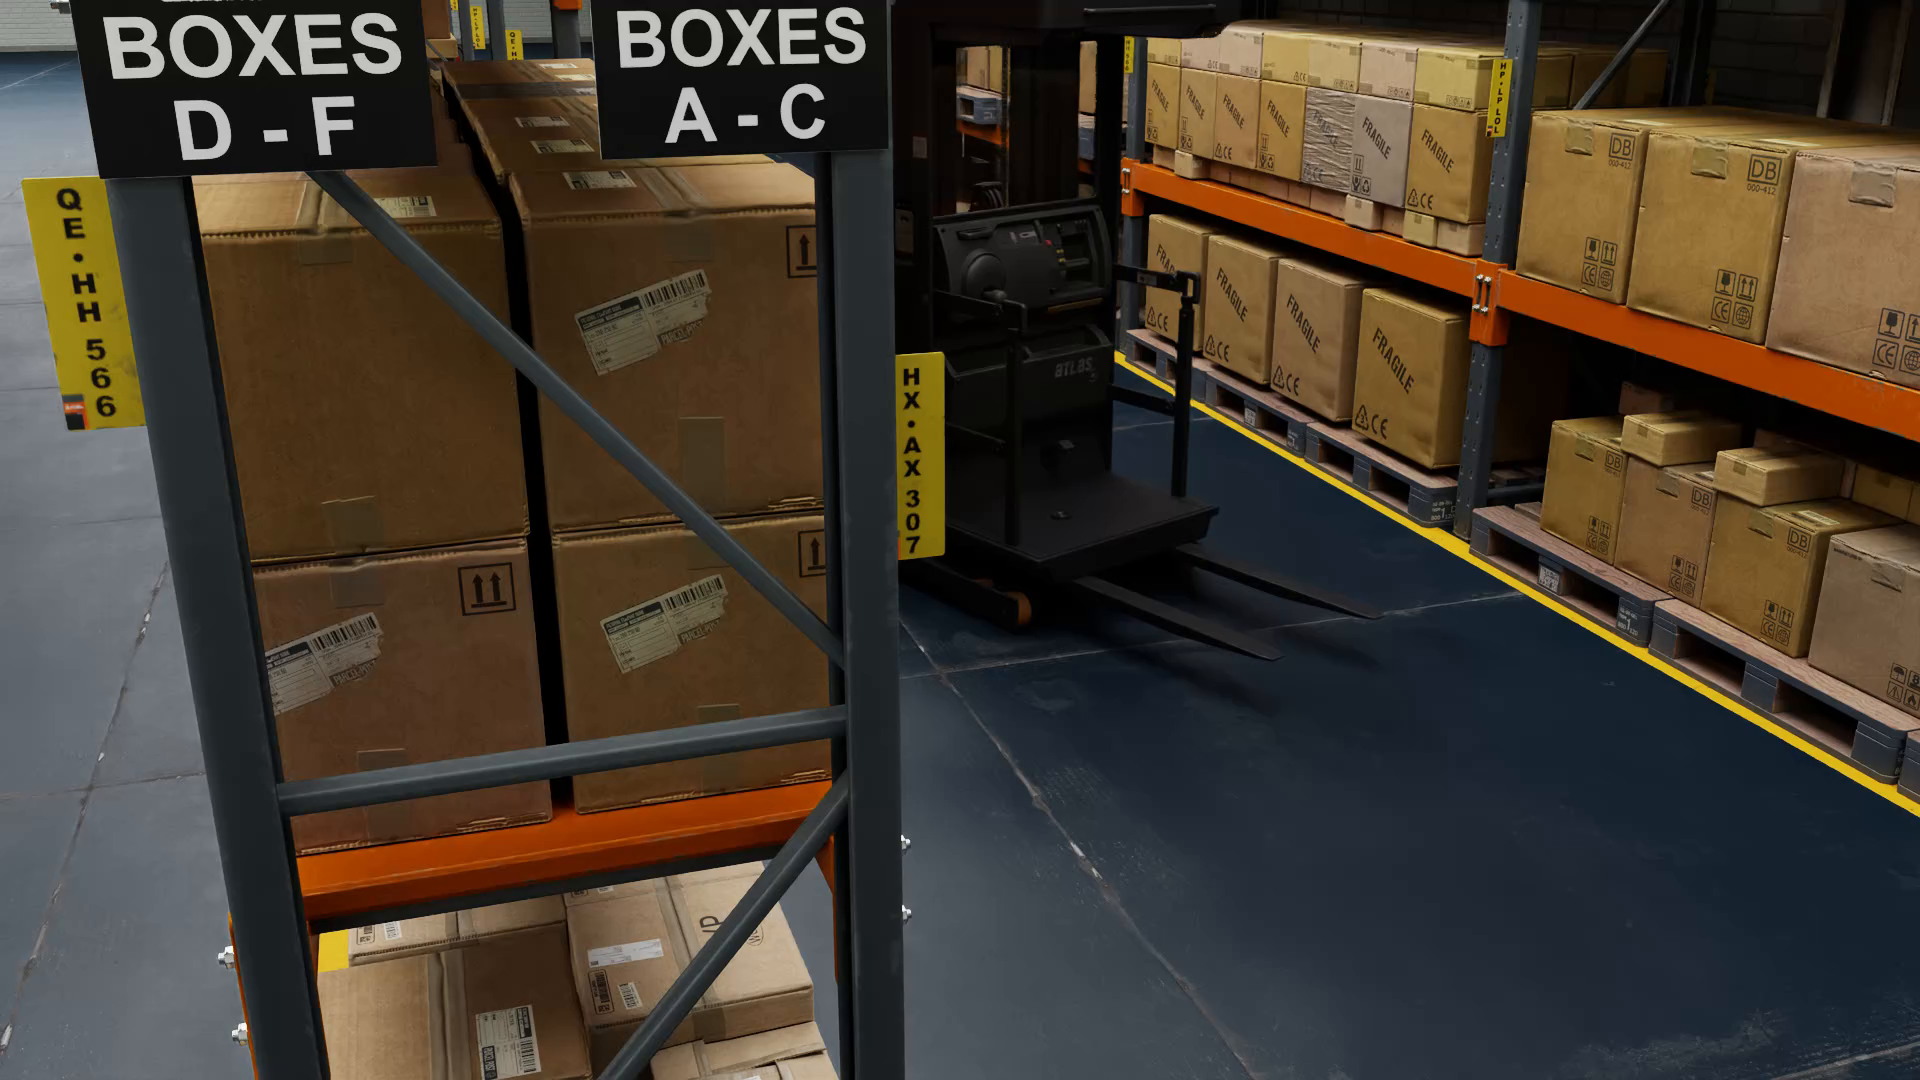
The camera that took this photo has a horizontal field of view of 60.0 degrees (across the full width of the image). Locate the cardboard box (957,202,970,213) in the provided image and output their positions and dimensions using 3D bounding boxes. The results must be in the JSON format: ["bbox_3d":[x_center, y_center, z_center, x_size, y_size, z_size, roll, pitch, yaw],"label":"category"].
[{"bbox_3d":[0.146,-3.080,15.596,0.380,0.166,0.250,-9,22,-24],"label":"cardboard box"}]

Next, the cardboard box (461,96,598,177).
[{"bbox_3d":[-0.960,-0.839,4.188,0.500,0.500,0.500,-7,21,-18],"label":"cardboard box"}]

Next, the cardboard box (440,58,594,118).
[{"bbox_3d":[-1.439,-1.326,5.545,0.500,0.500,0.500,-6,21,-17],"label":"cardboard box"}]

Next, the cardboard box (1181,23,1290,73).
[{"bbox_3d":[1.668,-2.959,9.989,0.500,0.250,0.500,-7,21,-18],"label":"cardboard box"}]

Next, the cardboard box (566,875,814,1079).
[{"bbox_3d":[-0.646,1.062,3.939,0.500,0.250,0.500,-6,21,-17],"label":"cardboard box"}]

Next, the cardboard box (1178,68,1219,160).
[{"bbox_3d":[1.666,-2.599,10.098,0.500,0.500,0.500,-6,21,-15],"label":"cardboard box"}]

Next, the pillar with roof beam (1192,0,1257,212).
[{"bbox_3d":[-2.074,-5.630,10.278,9.100,9.000,0.400,-6,21,-17],"label":"pillar with roof beam"}]

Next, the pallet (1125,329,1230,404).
[{"bbox_3d":[1.776,-1.181,10.893,1.003,0.211,1.213,-6,21,-17],"label":"pallet"}]

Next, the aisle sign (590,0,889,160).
[{"bbox_3d":[-0.287,-0.893,2.119,0.394,0.787,0.004,-6,21,-17],"label":"aisle sign"}]

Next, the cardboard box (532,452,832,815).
[{"bbox_3d":[-0.476,0.123,2.990,0.500,0.500,0.500,-6,21,-16],"label":"cardboard box"}]

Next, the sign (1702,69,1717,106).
[{"bbox_3d":[3.384,-1.975,7.581,0.100,0.325,0.005,-6,21,-17],"label":"sign"}]

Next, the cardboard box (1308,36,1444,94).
[{"bbox_3d":[2.156,-2.472,8.634,0.500,0.250,0.500,-6,21,-16],"label":"cardboard box"}]

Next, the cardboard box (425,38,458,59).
[{"bbox_3d":[-4.259,-3.970,13.424,0.380,0.149,0.250,-6,21,-17],"label":"cardboard box"}]

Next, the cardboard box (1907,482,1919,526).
[{"bbox_3d":[3.629,-0.116,5.918,0.380,0.149,0.250,-6,21,-17],"label":"cardboard box"}]

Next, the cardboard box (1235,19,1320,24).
[{"bbox_3d":[1.989,-3.186,10.623,0.500,0.250,0.500,-6,21,-16],"label":"cardboard box"}]

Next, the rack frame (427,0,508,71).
[{"bbox_3d":[-3.101,-2.227,9.680,1.000,3.000,0.127,-6,21,-17],"label":"rack frame"}]

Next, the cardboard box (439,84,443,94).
[{"bbox_3d":[-2.690,-1.968,8.189,0.700,0.500,0.500,-3,20,-7],"label":"cardboard box"}]

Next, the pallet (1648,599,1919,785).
[{"bbox_3d":[3.409,0.486,6.252,1.003,0.211,1.213,-6,21,-17],"label":"pallet"}]

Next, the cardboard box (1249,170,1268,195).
[{"bbox_3d":[1.915,-2.106,9.684,0.380,0.149,0.250,-6,21,-16],"label":"cardboard box"}]

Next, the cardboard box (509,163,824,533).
[{"bbox_3d":[-0.476,-0.348,2.821,0.500,0.500,0.500,-6,21,-16],"label":"cardboard box"}]

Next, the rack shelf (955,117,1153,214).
[{"bbox_3d":[0.972,-3.058,13.057,1.077,0.370,4.000,-6,21,-17],"label":"rack shelf"}]

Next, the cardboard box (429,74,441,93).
[{"bbox_3d":[-1.800,-1.115,4.955,0.500,0.500,0.500,-7,21,-19],"label":"cardboard box"}]

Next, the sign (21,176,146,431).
[{"bbox_3d":[-1.120,-0.301,2.137,0.100,0.325,0.005,-6,21,-17],"label":"sign"}]

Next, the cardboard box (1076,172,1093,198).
[{"bbox_3d":[1.038,-2.718,12.984,0.500,0.250,0.500,-6,21,-17],"label":"cardboard box"}]

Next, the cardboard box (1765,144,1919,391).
[{"bbox_3d":[3.475,-0.969,5.734,0.980,0.700,0.700,-7,21,-20],"label":"cardboard box"}]

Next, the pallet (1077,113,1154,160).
[{"bbox_3d":[1.275,-2.882,11.786,1.213,0.211,1.003,-6,21,-17],"label":"pallet"}]

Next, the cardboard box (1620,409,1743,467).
[{"bbox_3d":[2.930,-0.417,6.758,0.380,0.149,0.250,-6,21,-15],"label":"cardboard box"}]

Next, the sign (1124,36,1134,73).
[{"bbox_3d":[1.088,-3.202,10.797,0.100,0.325,0.005,-6,21,-17],"label":"sign"}]

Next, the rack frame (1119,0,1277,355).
[{"bbox_3d":[1.600,-2.755,11.148,1.000,3.000,0.127,-6,21,-17],"label":"rack frame"}]

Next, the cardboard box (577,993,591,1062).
[{"bbox_3d":[-1.033,1.179,3.738,0.380,0.166,0.250,-6,21,-17],"label":"cardboard box"}]

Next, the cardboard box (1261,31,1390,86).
[{"bbox_3d":[1.995,-2.635,9.090,0.500,0.250,0.500,-7,21,-18],"label":"cardboard box"}]

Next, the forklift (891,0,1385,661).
[{"bbox_3d":[0.421,-1.197,6.914,1.130,2.935,3.031,-16,25,-37],"label":"forklift"}]

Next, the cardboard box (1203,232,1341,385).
[{"bbox_3d":[1.976,-1.409,9.961,0.750,0.750,0.750,-6,21,-17],"label":"cardboard box"}]

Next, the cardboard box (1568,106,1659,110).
[{"bbox_3d":[2.952,-1.842,7.990,0.500,0.500,0.500,-7,21,-19],"label":"cardboard box"}]

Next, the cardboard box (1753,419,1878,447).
[{"bbox_3d":[3.389,-0.361,6.601,0.380,0.149,0.250,-7,21,-19],"label":"cardboard box"}]

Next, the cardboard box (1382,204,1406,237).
[{"bbox_3d":[2.342,-1.607,8.295,0.380,0.149,0.250,-6,21,-16],"label":"cardboard box"}]

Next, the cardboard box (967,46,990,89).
[{"bbox_3d":[0.471,-4.125,14.166,0.700,0.500,0.500,-6,21,-17],"label":"cardboard box"}]

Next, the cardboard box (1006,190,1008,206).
[{"bbox_3d":[0.800,-2.674,13.971,0.700,0.500,0.500,-7,21,-18],"label":"cardboard box"}]

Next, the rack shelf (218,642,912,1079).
[{"bbox_3d":[-1.215,0.037,4.441,1.077,0.370,4.000,-6,21,-17],"label":"rack shelf"}]

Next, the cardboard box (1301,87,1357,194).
[{"bbox_3d":[2.154,-2.114,8.746,0.500,0.500,0.500,-6,21,-17],"label":"cardboard box"}]

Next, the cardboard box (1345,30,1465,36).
[{"bbox_3d":[2.467,-2.691,9.245,0.500,0.250,0.500,-7,21,-18],"label":"cardboard box"}]

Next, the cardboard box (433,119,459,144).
[{"bbox_3d":[-1.315,-0.619,3.576,0.500,0.500,0.500,-6,21,-16],"label":"cardboard box"}]

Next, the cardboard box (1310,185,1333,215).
[{"bbox_3d":[2.125,-1.853,8.980,0.380,0.149,0.250,-7,21,-19],"label":"cardboard box"}]

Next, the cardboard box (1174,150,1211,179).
[{"bbox_3d":[1.558,-2.340,10.335,0.380,0.149,0.250,-6,21,-16],"label":"cardboard box"}]

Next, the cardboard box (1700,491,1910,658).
[{"bbox_3d":[3.309,0.085,6.319,0.700,0.500,0.500,-6,21,-16],"label":"cardboard box"}]

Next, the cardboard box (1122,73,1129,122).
[{"bbox_3d":[1.443,-3.159,11.474,0.700,0.500,0.500,-9,22,-24],"label":"cardboard box"}]
